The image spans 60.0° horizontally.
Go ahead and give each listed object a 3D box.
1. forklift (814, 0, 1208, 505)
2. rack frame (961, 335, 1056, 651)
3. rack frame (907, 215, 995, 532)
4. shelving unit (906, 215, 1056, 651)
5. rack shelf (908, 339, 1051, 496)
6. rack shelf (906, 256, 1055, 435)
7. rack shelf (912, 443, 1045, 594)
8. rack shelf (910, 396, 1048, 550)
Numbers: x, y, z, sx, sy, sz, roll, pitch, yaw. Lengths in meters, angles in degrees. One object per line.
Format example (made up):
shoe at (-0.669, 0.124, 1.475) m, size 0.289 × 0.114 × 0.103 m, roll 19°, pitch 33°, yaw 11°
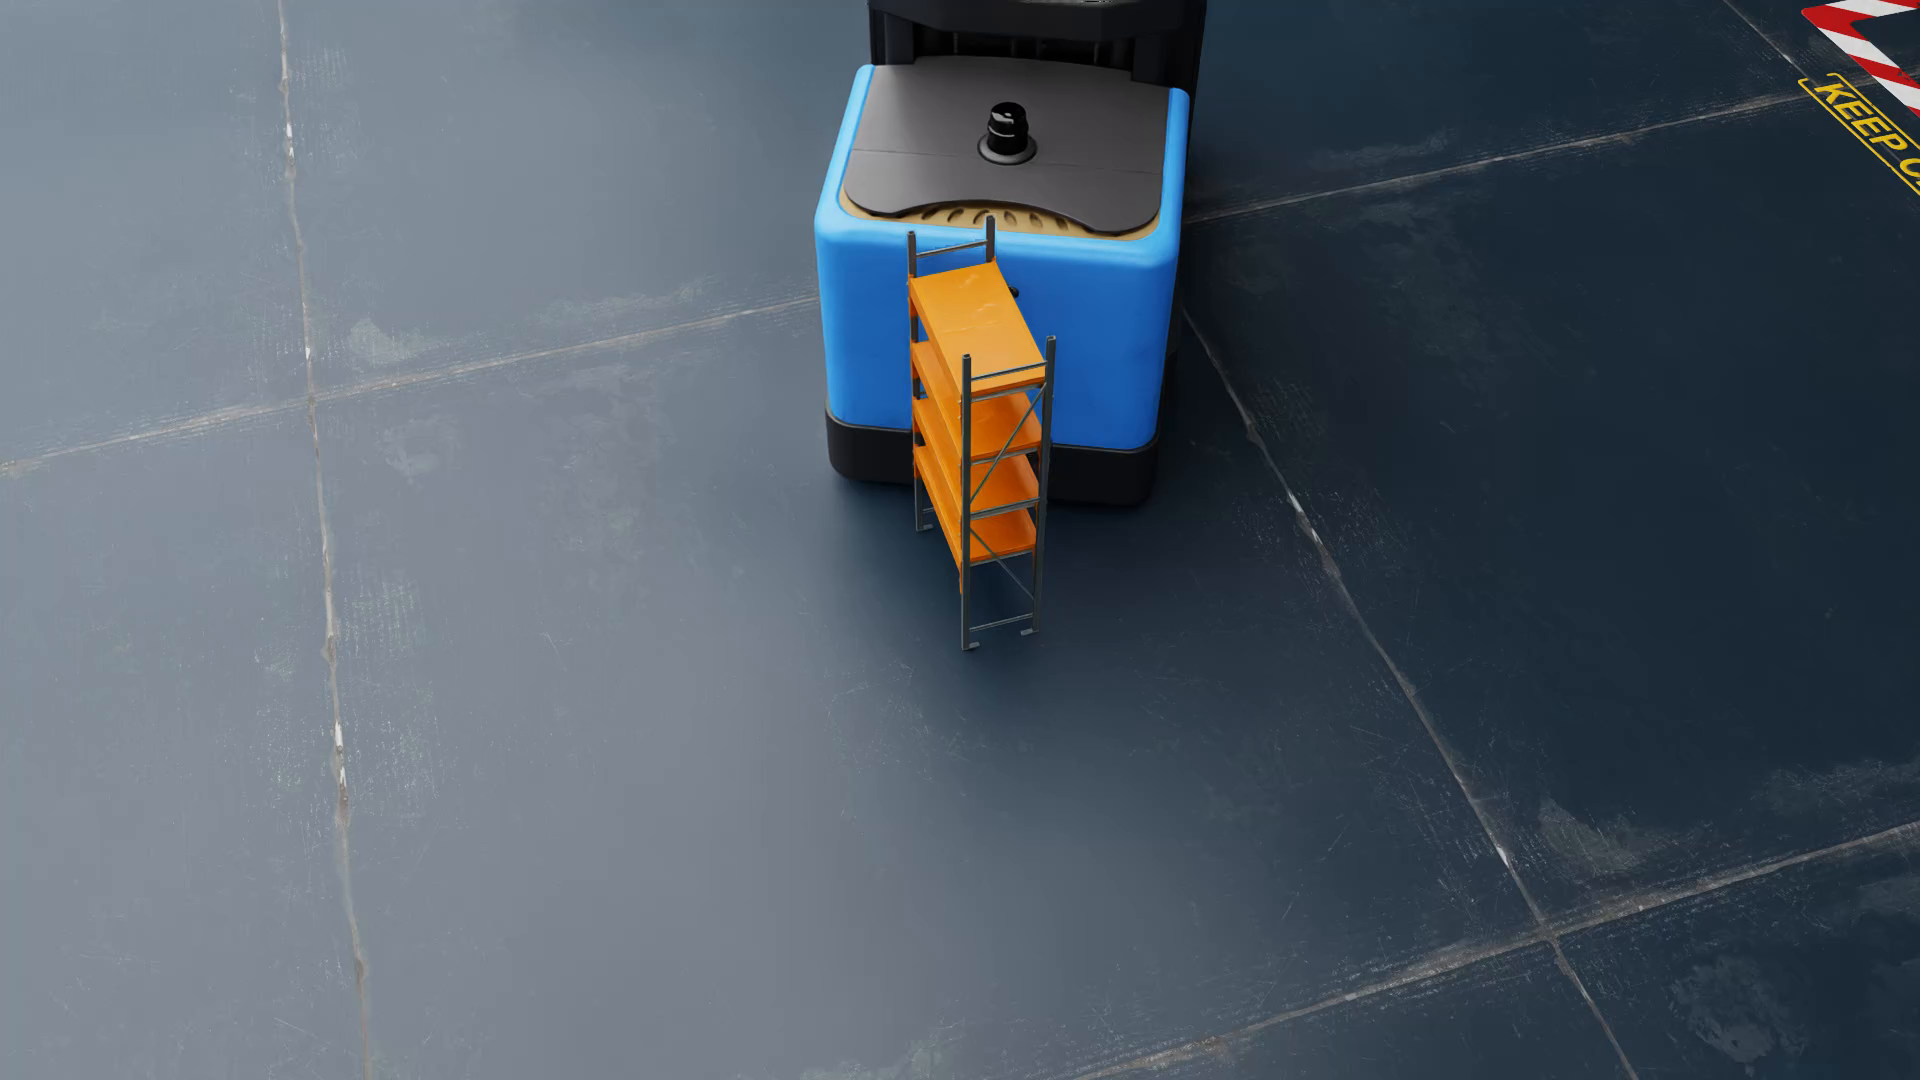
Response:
forklift at (0.279, -2.199, 5.187) m, size 1.130 × 2.935 × 3.031 m, roll 6°, pitch 50°, yaw 5°
rack frame at (0.121, -0.088, 4.539) m, size 0.240 × 1.200 × 0.015 m, roll -13°, pitch 51°, yaw -11°
rack frame at (-0.023, -0.444, 4.840) m, size 0.240 × 1.200 × 0.015 m, roll -13°, pitch 51°, yaw -11°
shelving unit at (0.049, -0.266, 4.689) m, size 0.258 × 1.200 × 0.503 m, roll -13°, pitch 51°, yaw -11°
rack shelf at (0.049, -0.367, 4.570) m, size 0.258 × 0.148 × 0.480 m, roll -13°, pitch 51°, yaw -11°
rack shelf at (0.049, -0.519, 4.389) m, size 0.258 × 0.148 × 0.480 m, roll -13°, pitch 51°, yaw -11°
rack shelf at (0.049, -0.094, 4.893) m, size 0.258 × 0.148 × 0.480 m, roll -13°, pitch 51°, yaw -11°
rack shelf at (0.049, -0.222, 4.741) m, size 0.258 × 0.148 × 0.480 m, roll -13°, pitch 51°, yaw -11°
